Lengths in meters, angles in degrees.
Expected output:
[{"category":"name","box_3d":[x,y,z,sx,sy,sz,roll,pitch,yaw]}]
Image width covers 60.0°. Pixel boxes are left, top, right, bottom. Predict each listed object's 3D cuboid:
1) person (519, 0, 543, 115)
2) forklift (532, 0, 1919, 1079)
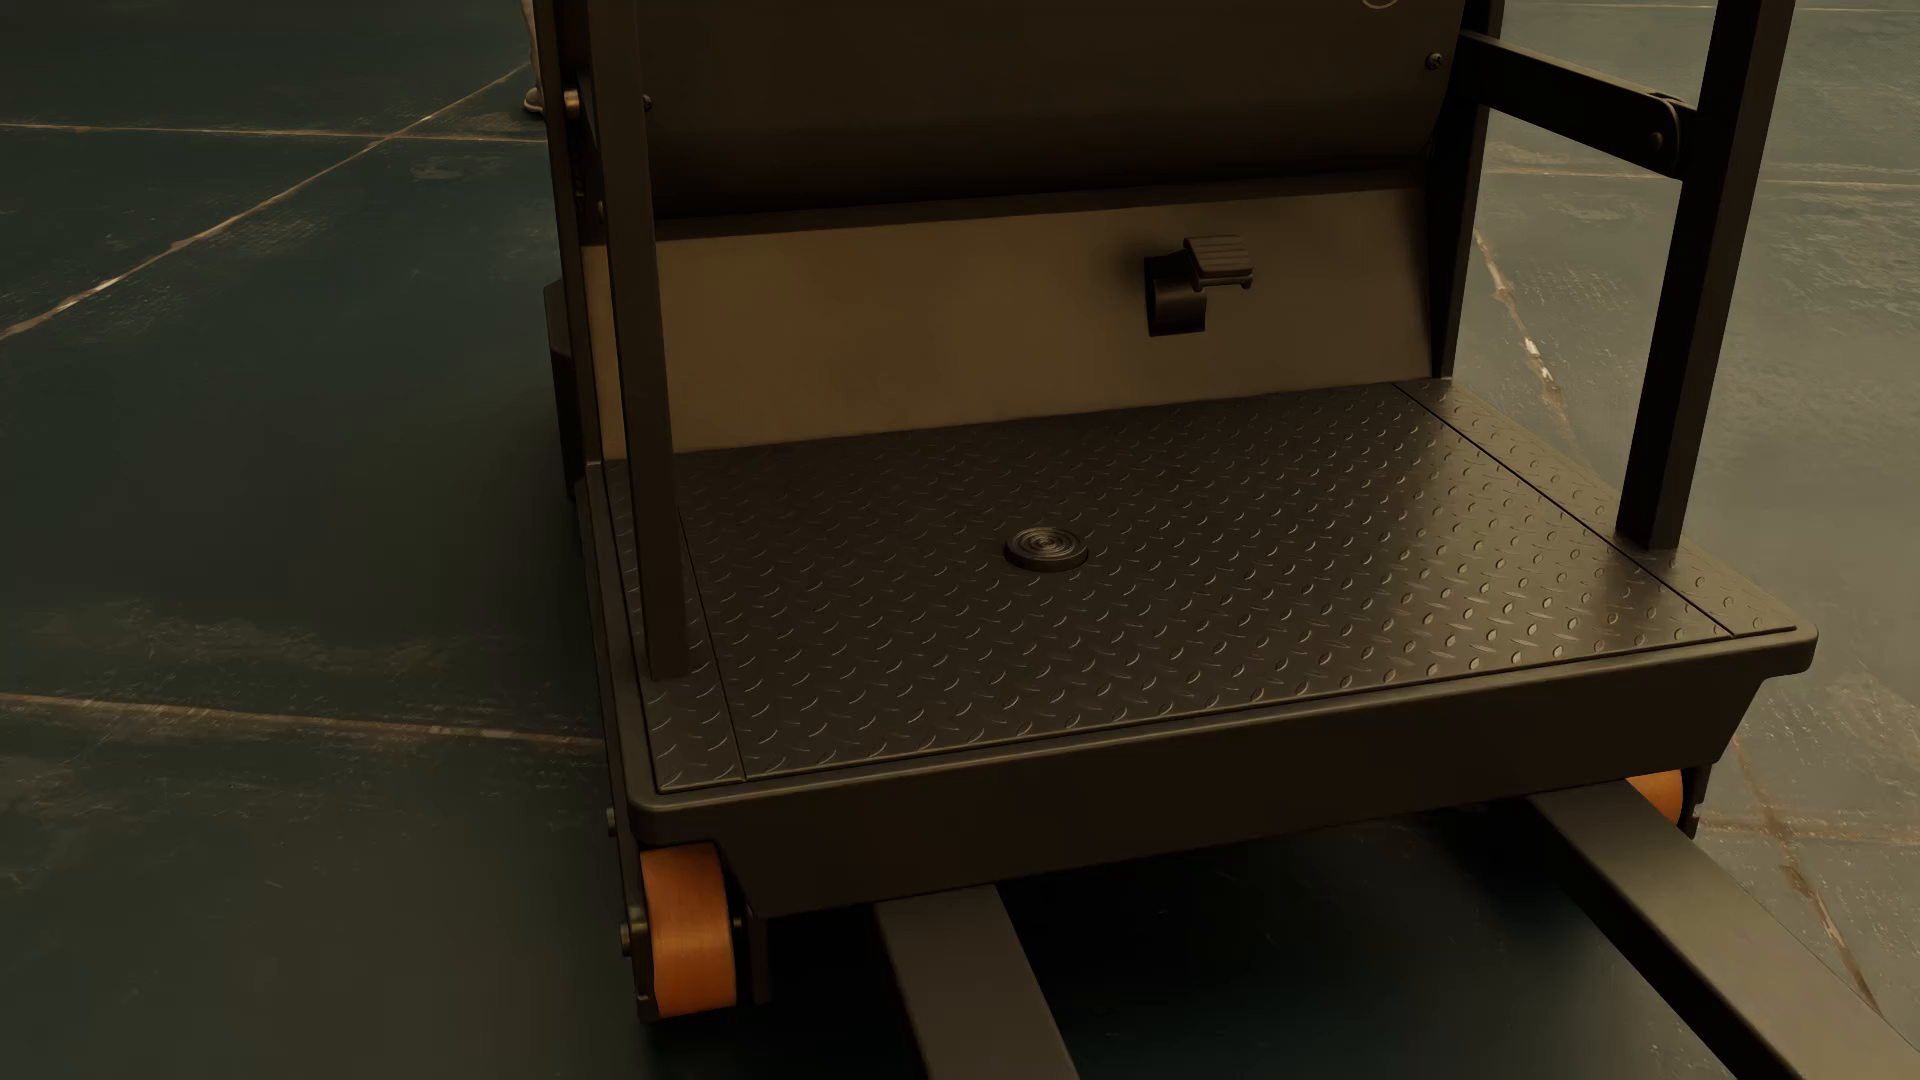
[{"category":"person","box_3d":[-1.153,-2.081,4.811,0.532,1.664,0.391,-10,28,-20]},{"category":"forklift","box_3d":[0.153,-1.049,1.319,1.130,2.935,3.031,-7,27,-13]}]
